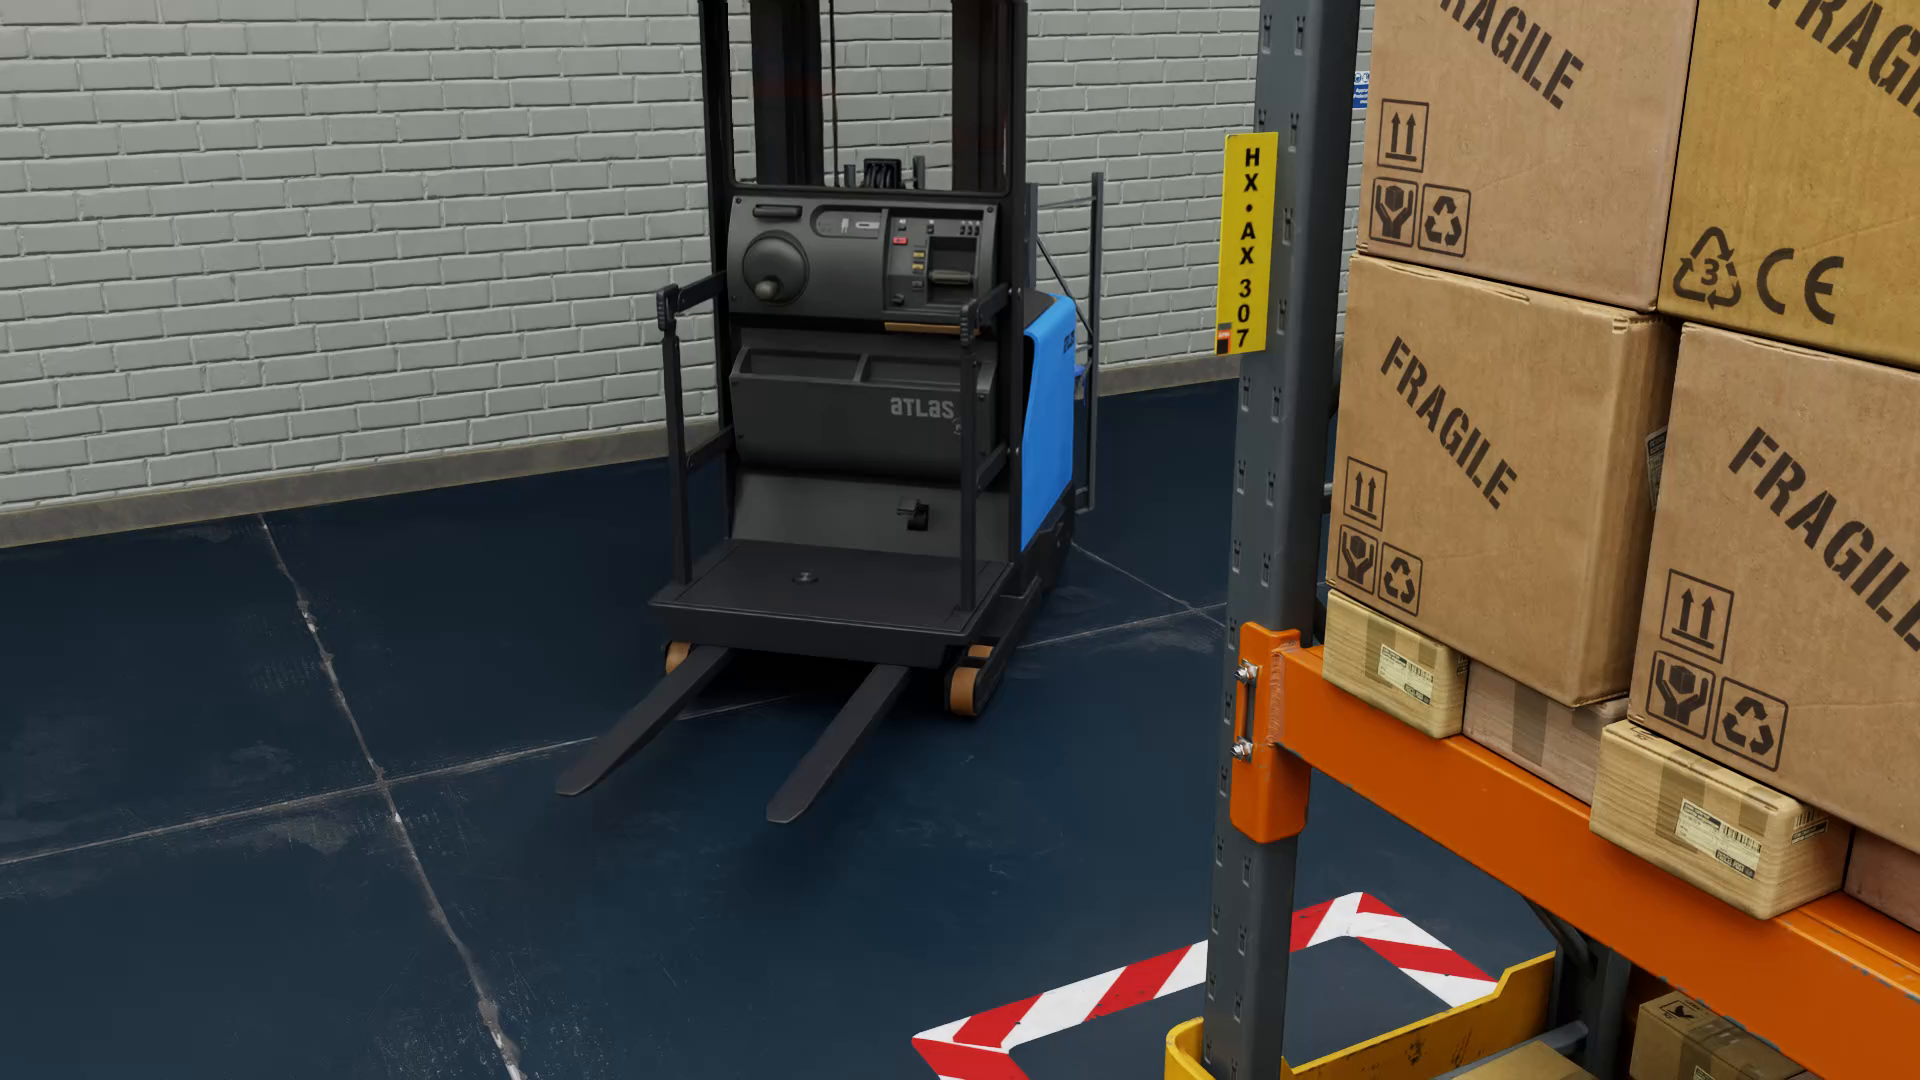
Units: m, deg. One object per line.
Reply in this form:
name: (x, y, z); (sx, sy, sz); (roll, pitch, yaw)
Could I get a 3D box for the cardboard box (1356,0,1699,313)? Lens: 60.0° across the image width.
cardboard box: (0.886, -0.605, 2.144); (0.500, 0.500, 0.500); (-10, 21, -27)

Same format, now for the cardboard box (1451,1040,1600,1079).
cardboard box: (0.856, 0.956, 2.576); (0.380, 0.149, 0.250); (-11, 22, -29)

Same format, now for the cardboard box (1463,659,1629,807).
cardboard box: (0.929, 0.215, 2.296); (0.380, 0.149, 0.250); (-9, 21, -25)

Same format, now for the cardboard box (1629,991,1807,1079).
cardboard box: (1.381, 0.866, 2.838); (0.380, 0.149, 0.250); (-10, 21, -26)

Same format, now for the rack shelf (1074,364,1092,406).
rack shelf: (0.049, -0.729, 7.496); (1.000, 0.185, 0.538); (15, 24, 38)

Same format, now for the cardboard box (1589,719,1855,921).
cardboard box: (1.010, 0.300, 2.048); (0.380, 0.149, 0.250); (-11, 22, -28)

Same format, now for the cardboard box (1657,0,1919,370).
cardboard box: (1.131, -0.461, 1.727); (0.500, 0.500, 0.500); (-9, 21, -25)

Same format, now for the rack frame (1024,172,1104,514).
rack frame: (0.437, -0.792, 7.126); (0.032, 1.500, 0.500); (15, 24, 38)

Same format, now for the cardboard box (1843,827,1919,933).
cardboard box: (1.254, 0.353, 1.894); (0.380, 0.149, 0.250); (-9, 21, -24)

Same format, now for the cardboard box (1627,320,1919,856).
cardboard box: (1.153, 0.019, 1.869); (0.500, 0.500, 0.500); (-10, 21, -27)

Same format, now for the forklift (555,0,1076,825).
forklift: (-0.386, -0.945, 5.376); (1.130, 2.935, 3.031); (5, 20, 14)

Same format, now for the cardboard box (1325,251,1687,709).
cardboard box: (0.877, -0.131, 2.303); (0.500, 0.500, 0.500); (-9, 21, -24)

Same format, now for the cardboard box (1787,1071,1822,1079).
cardboard box: (1.450, 0.947, 2.603); (0.380, 0.149, 0.250); (-10, 21, -26)

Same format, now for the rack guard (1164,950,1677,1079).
rack guard: (0.943, 1.089, 3.209); (1.175, 0.500, 0.348); (-10, 21, -27)

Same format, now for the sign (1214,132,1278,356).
sign: (0.429, -0.440, 2.480); (0.100, 0.325, 0.005); (-10, 21, -27)

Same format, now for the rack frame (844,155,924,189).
rack frame: (-0.339, -1.006, 7.748); (0.032, 1.500, 0.500); (15, 24, 38)

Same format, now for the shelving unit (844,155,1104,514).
shelving unit: (0.049, -0.899, 7.437); (1.048, 1.500, 0.538); (15, 24, 38)

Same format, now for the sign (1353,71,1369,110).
sign: (2.445, -2.663, 9.837); (0.327, 0.218, 0.001); (-10, 21, -27)

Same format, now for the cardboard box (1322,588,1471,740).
cardboard box: (0.772, 0.148, 2.489); (0.380, 0.149, 0.250); (-10, 21, -27)

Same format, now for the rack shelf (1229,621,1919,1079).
rack shelf: (1.856, 0.800, 1.318); (1.077, 0.370, 4.000); (-10, 21, -27)

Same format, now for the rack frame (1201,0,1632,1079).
rack frame: (0.904, -0.114, 2.863); (0.949, 2.616, 0.053); (-10, 21, -27)
